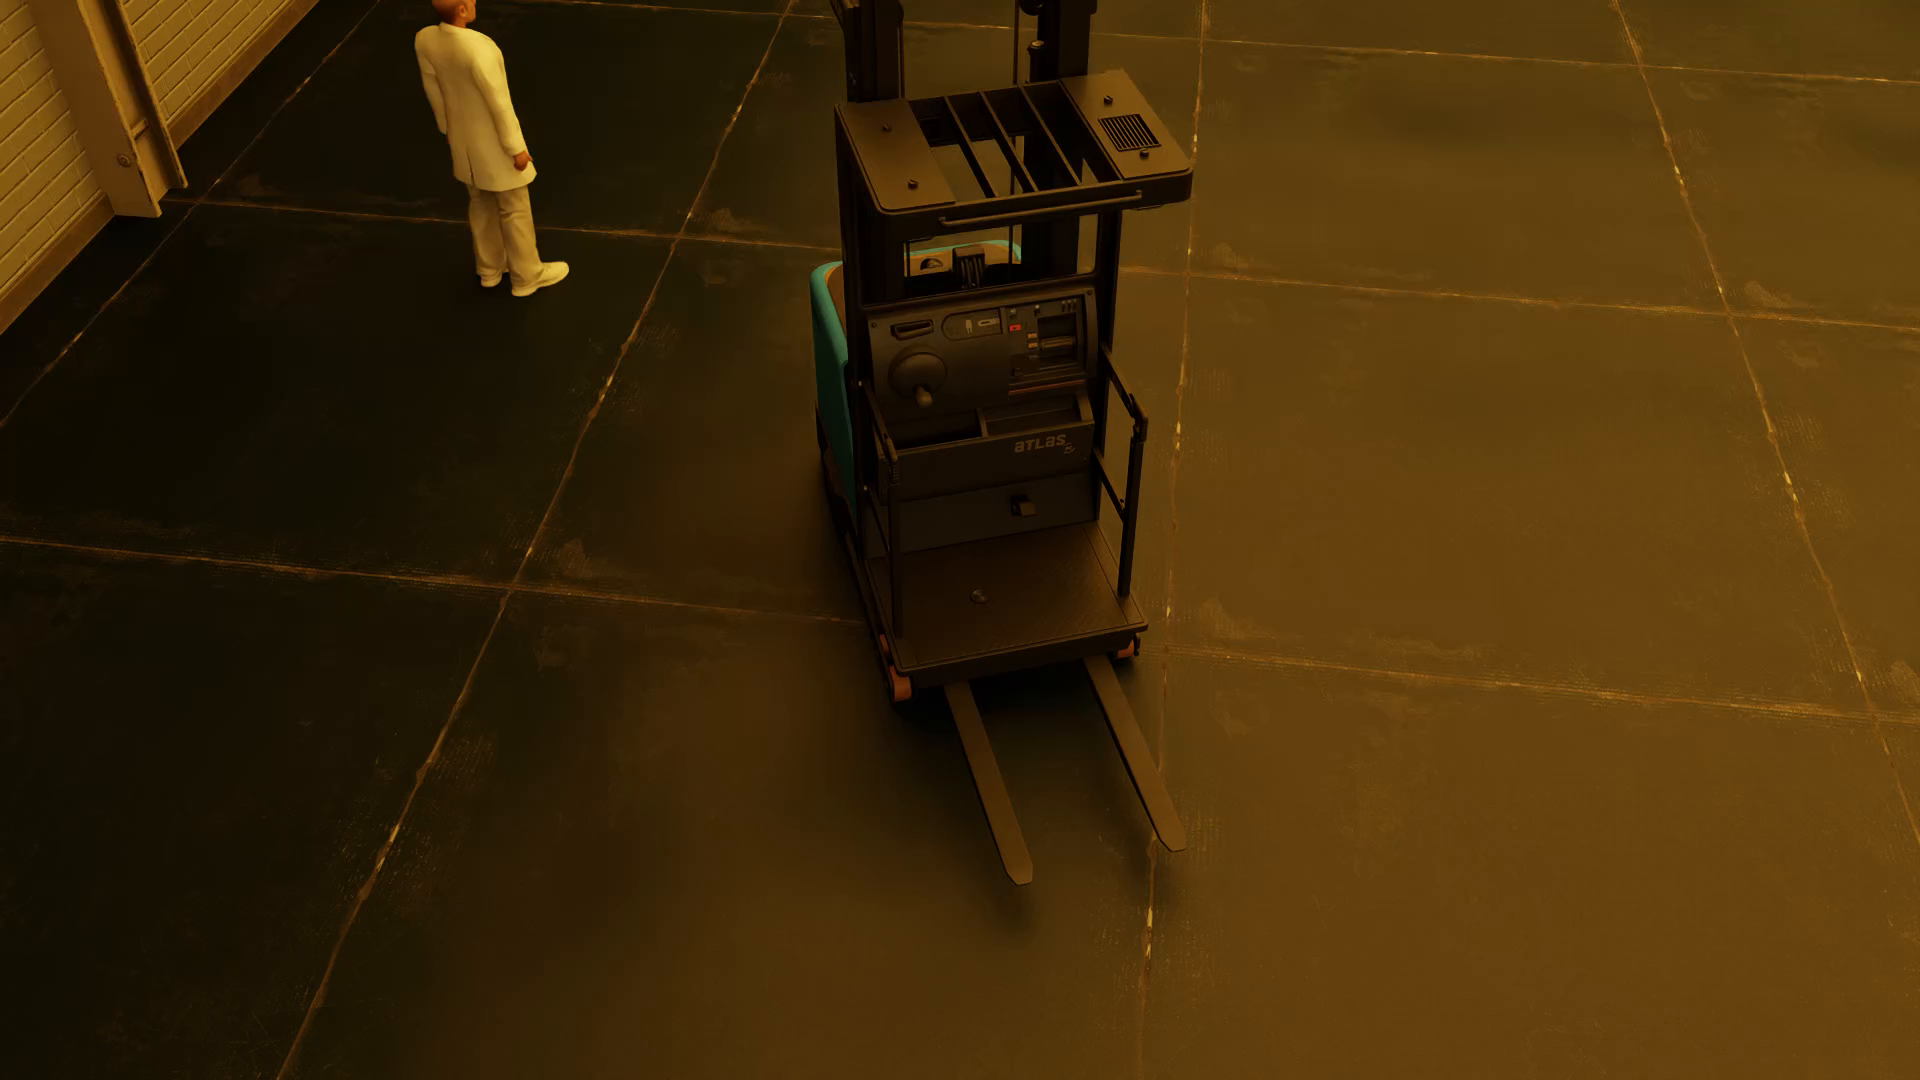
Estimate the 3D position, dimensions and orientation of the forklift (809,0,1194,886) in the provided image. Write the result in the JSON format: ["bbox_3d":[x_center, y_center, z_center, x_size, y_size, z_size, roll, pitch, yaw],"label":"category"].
[{"bbox_3d":[0.153,-0.681,6.465,1.130,2.935,3.031,-10,44,-11],"label":"forklift"}]

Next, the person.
[{"bbox_3d":[-2.529,-2.167,8.932,0.580,1.783,0.387,22,47,23],"label":"person"}]
